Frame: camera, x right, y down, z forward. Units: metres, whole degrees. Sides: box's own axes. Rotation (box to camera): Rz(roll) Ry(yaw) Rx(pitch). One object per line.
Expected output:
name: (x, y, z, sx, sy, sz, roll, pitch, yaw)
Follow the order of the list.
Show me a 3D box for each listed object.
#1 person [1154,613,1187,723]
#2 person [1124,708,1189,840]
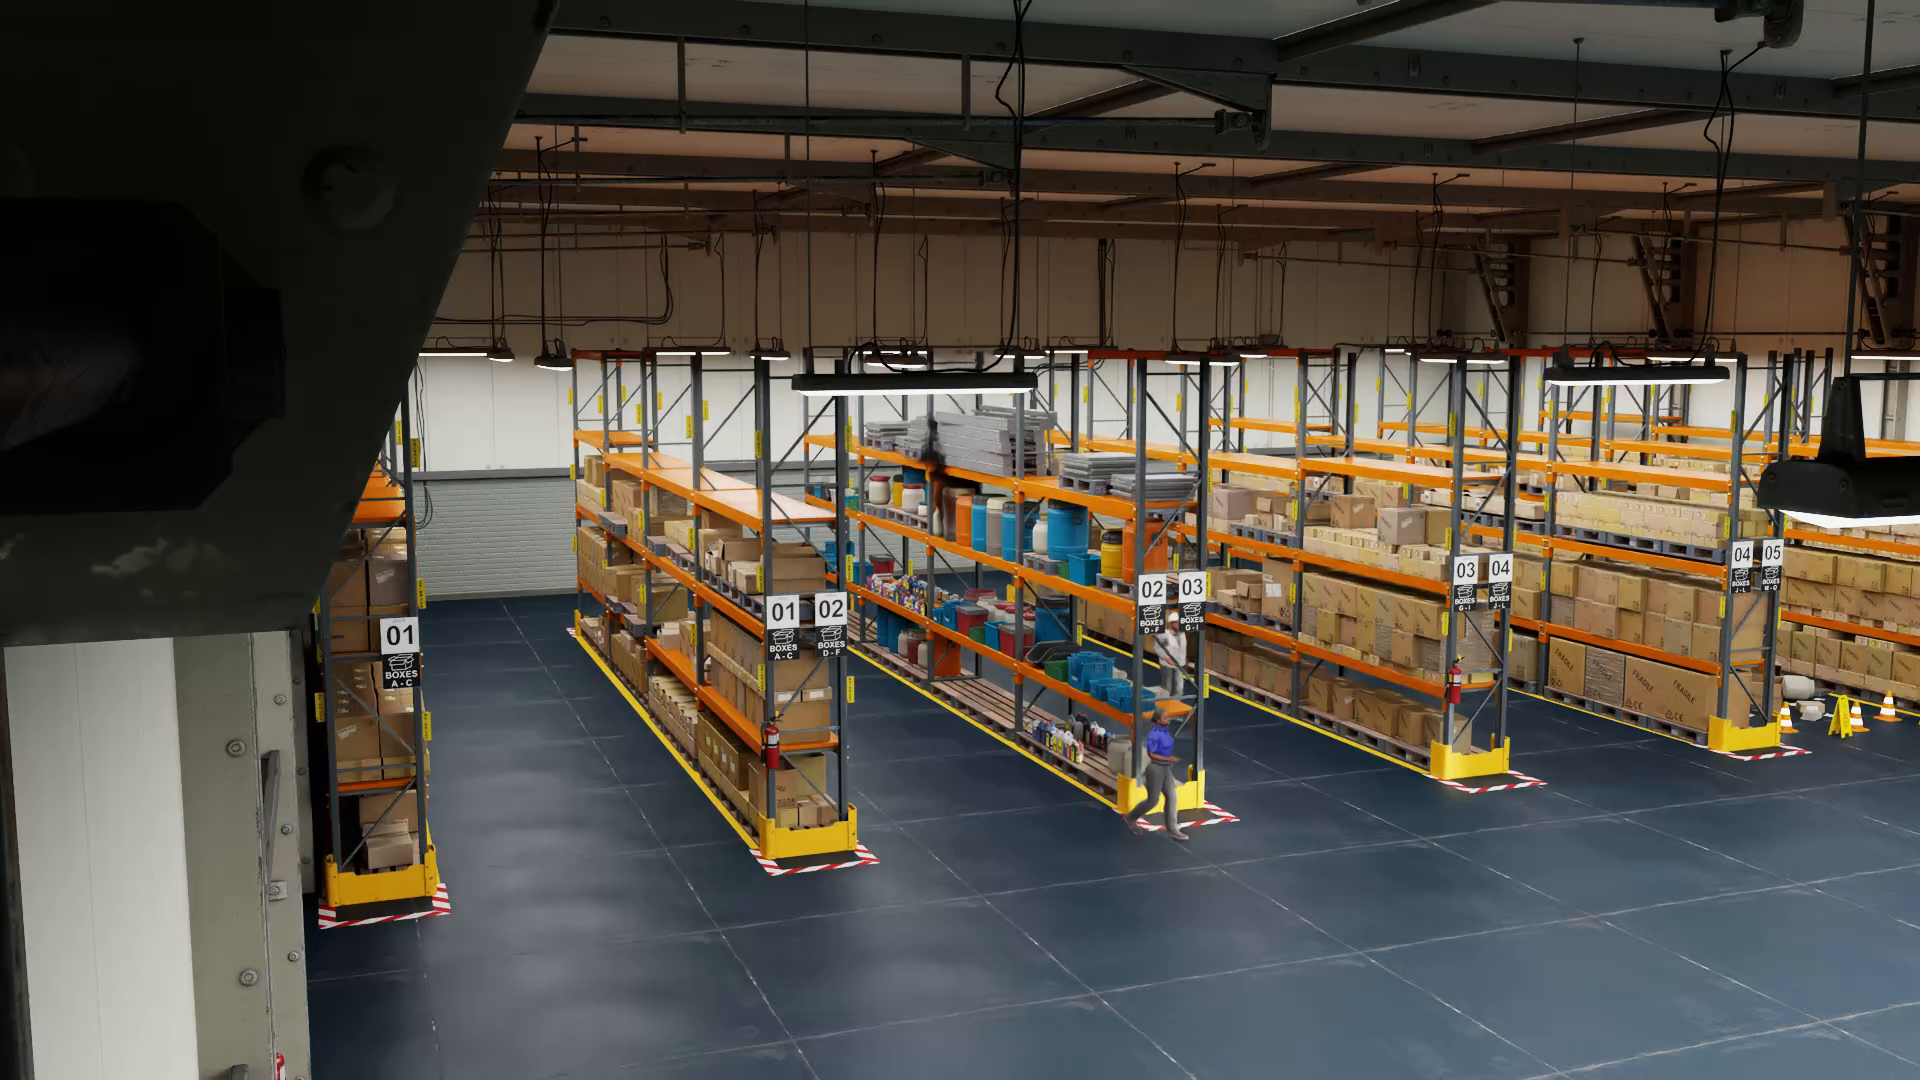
person: (3.488, 2.066, 27.464, 0.683, 1.763, 0.883, -4, 8, -27)
person: (2.481, 2.909, 20.840, 0.841, 1.644, 0.595, 4, 8, 30)
